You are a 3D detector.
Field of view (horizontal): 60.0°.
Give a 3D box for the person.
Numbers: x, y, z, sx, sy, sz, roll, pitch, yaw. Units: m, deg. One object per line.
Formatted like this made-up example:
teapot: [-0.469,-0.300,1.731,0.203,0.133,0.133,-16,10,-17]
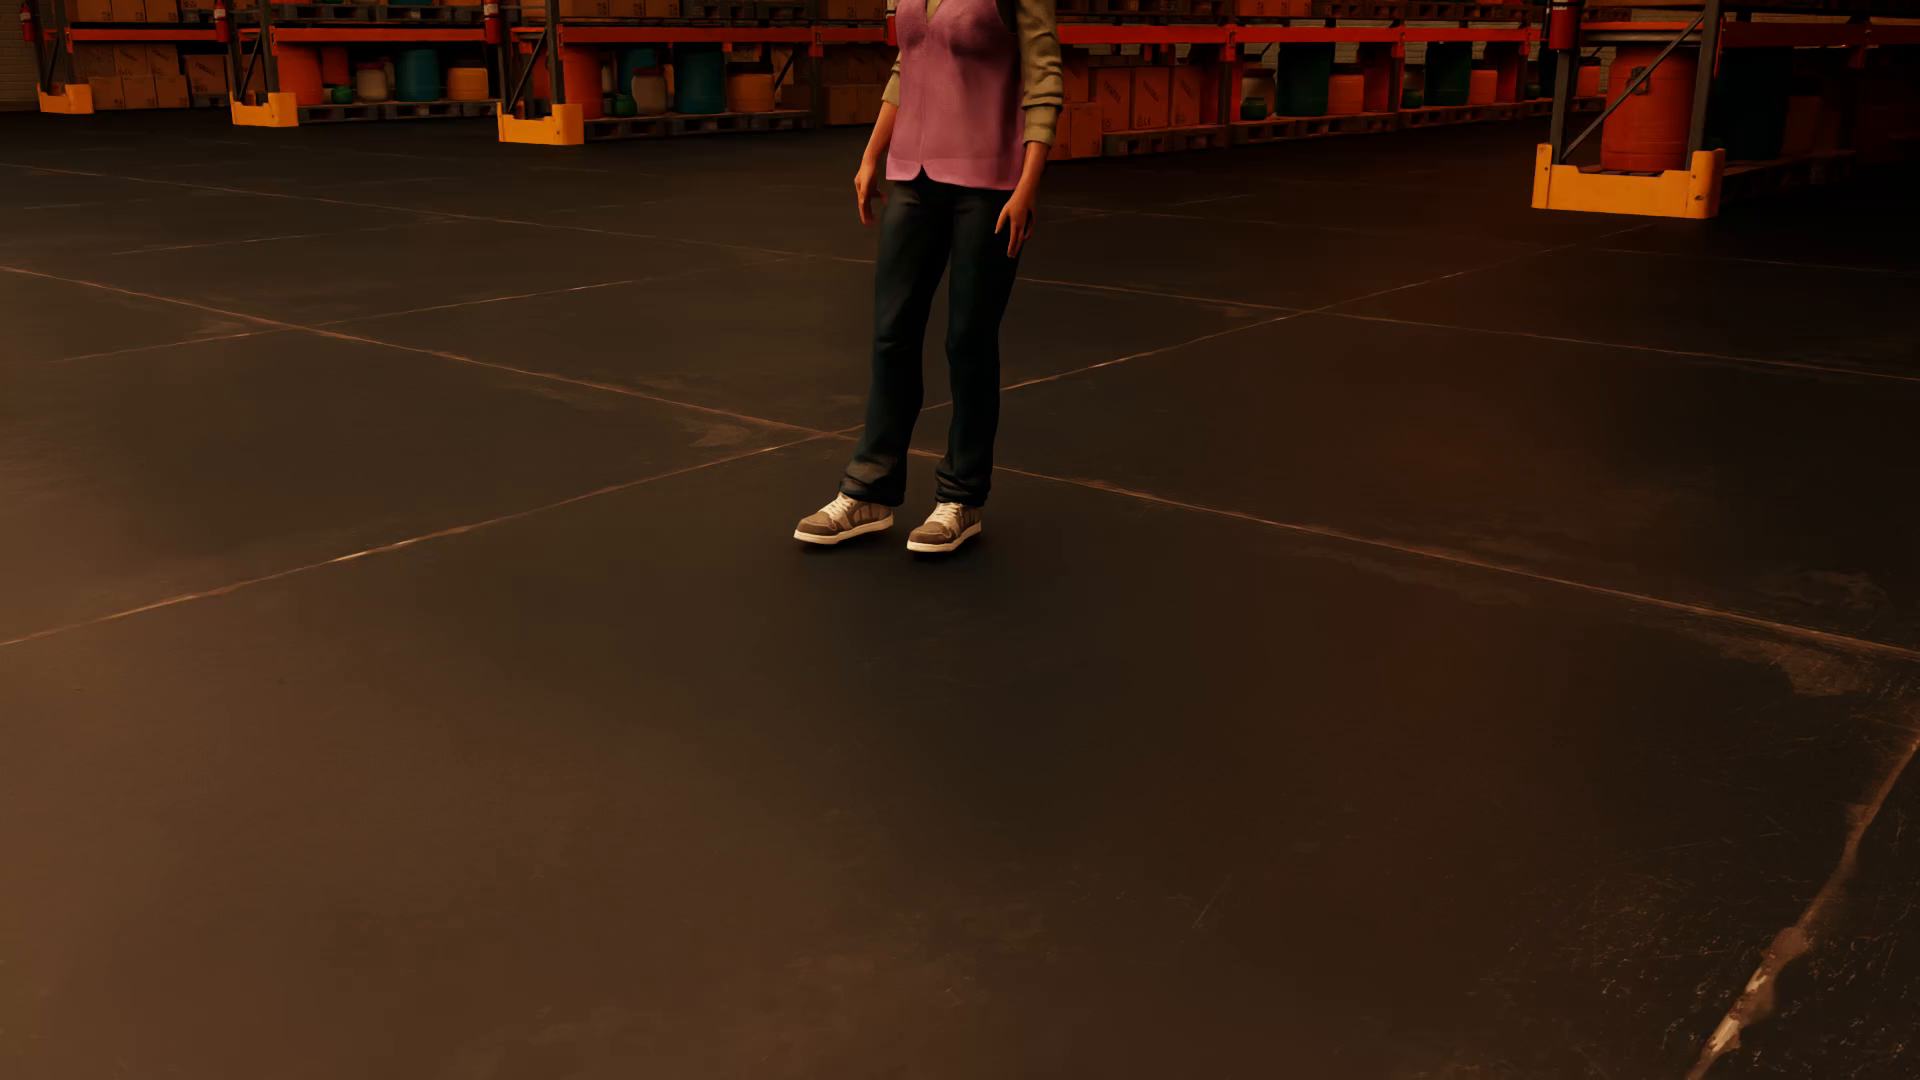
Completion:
person: [-0.058,-0.757,3.662,0.520,1.597,0.476,13,21,37]
